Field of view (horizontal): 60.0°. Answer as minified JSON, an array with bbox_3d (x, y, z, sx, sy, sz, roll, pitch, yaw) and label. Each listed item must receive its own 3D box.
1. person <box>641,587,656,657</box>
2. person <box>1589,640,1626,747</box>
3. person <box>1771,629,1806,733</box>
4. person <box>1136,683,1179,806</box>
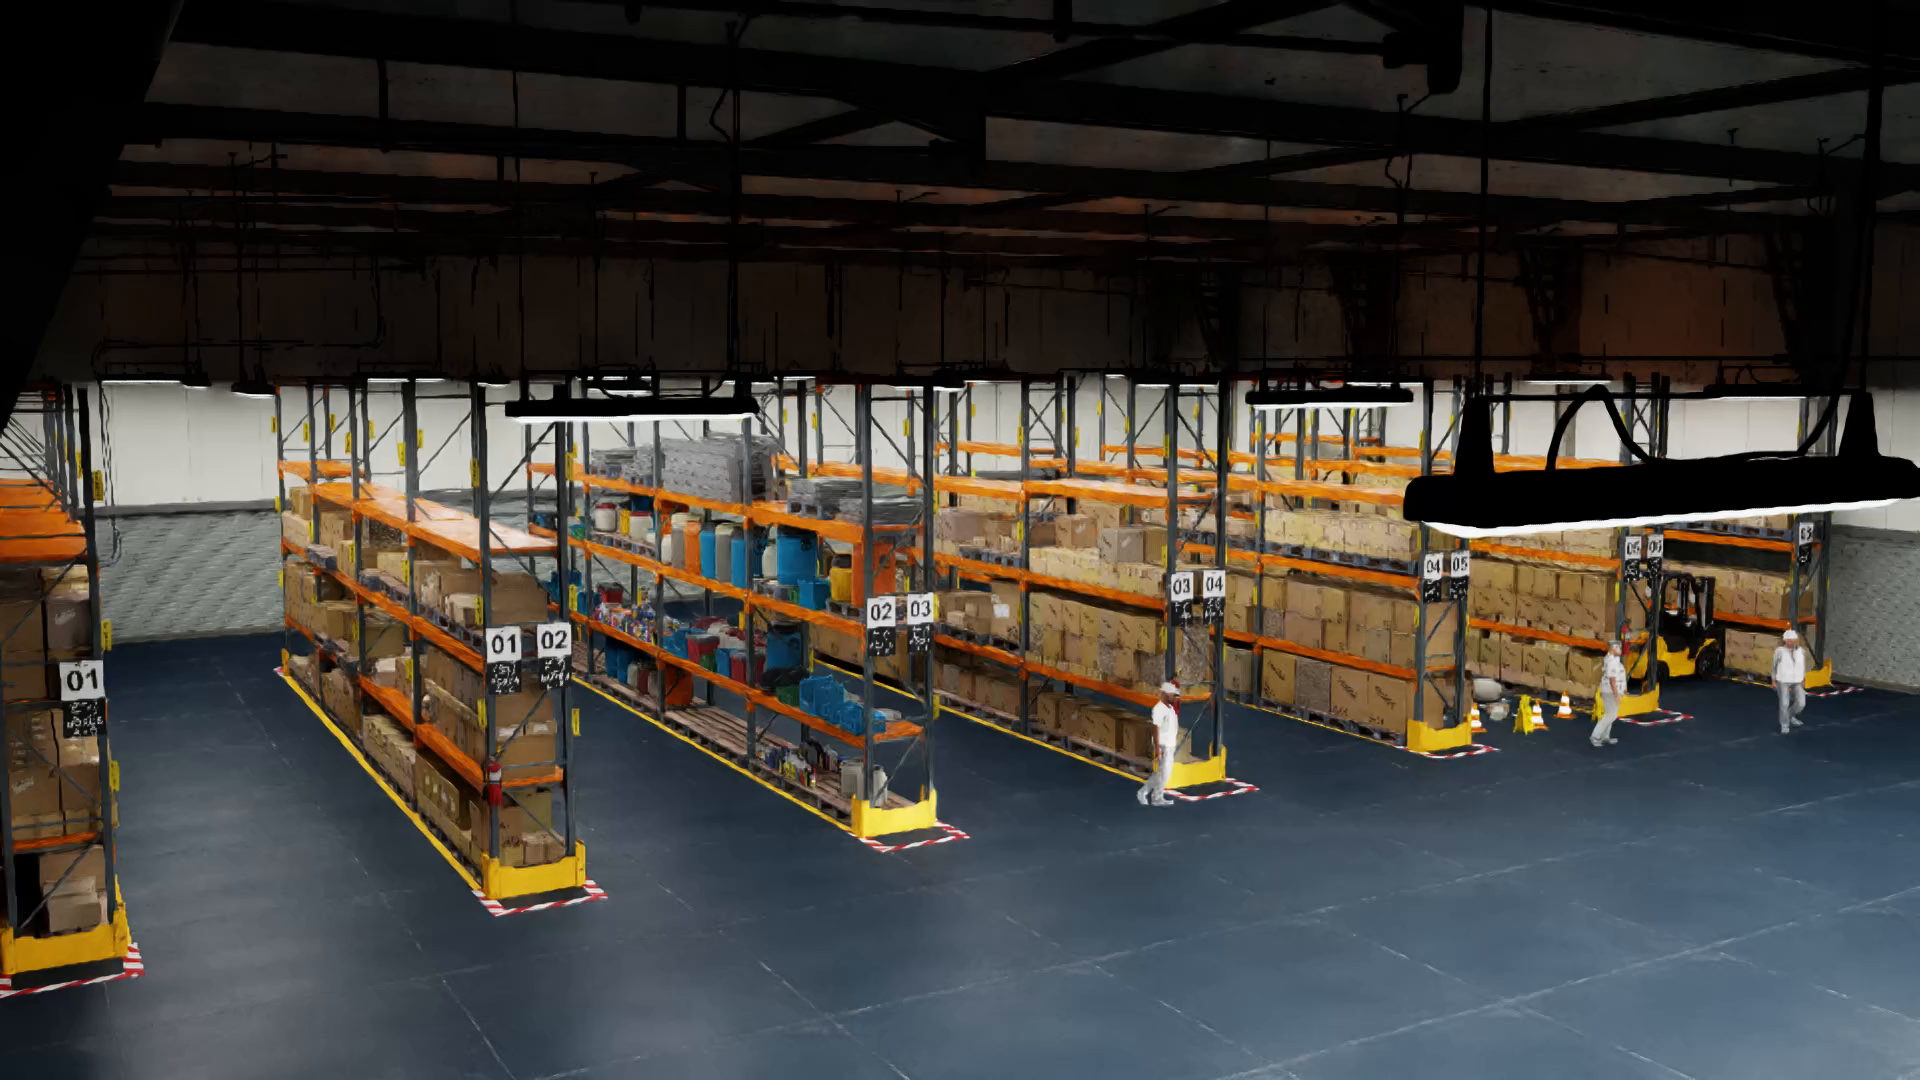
[{"bbox_3d":[-6.632,1.748,34.513,0.814,1.607,0.630,6,9,43],"label":"person"},{"bbox_3d":[10.585,2.501,27.156,0.554,1.742,0.734,2,7,17],"label":"person"},{"bbox_3d":[14.058,2.373,28.210,0.588,1.768,0.559,1,6,8],"label":"person"},{"bbox_3d":[2.805,2.897,23.522,0.539,1.750,0.743,2,7,21],"label":"person"}]
